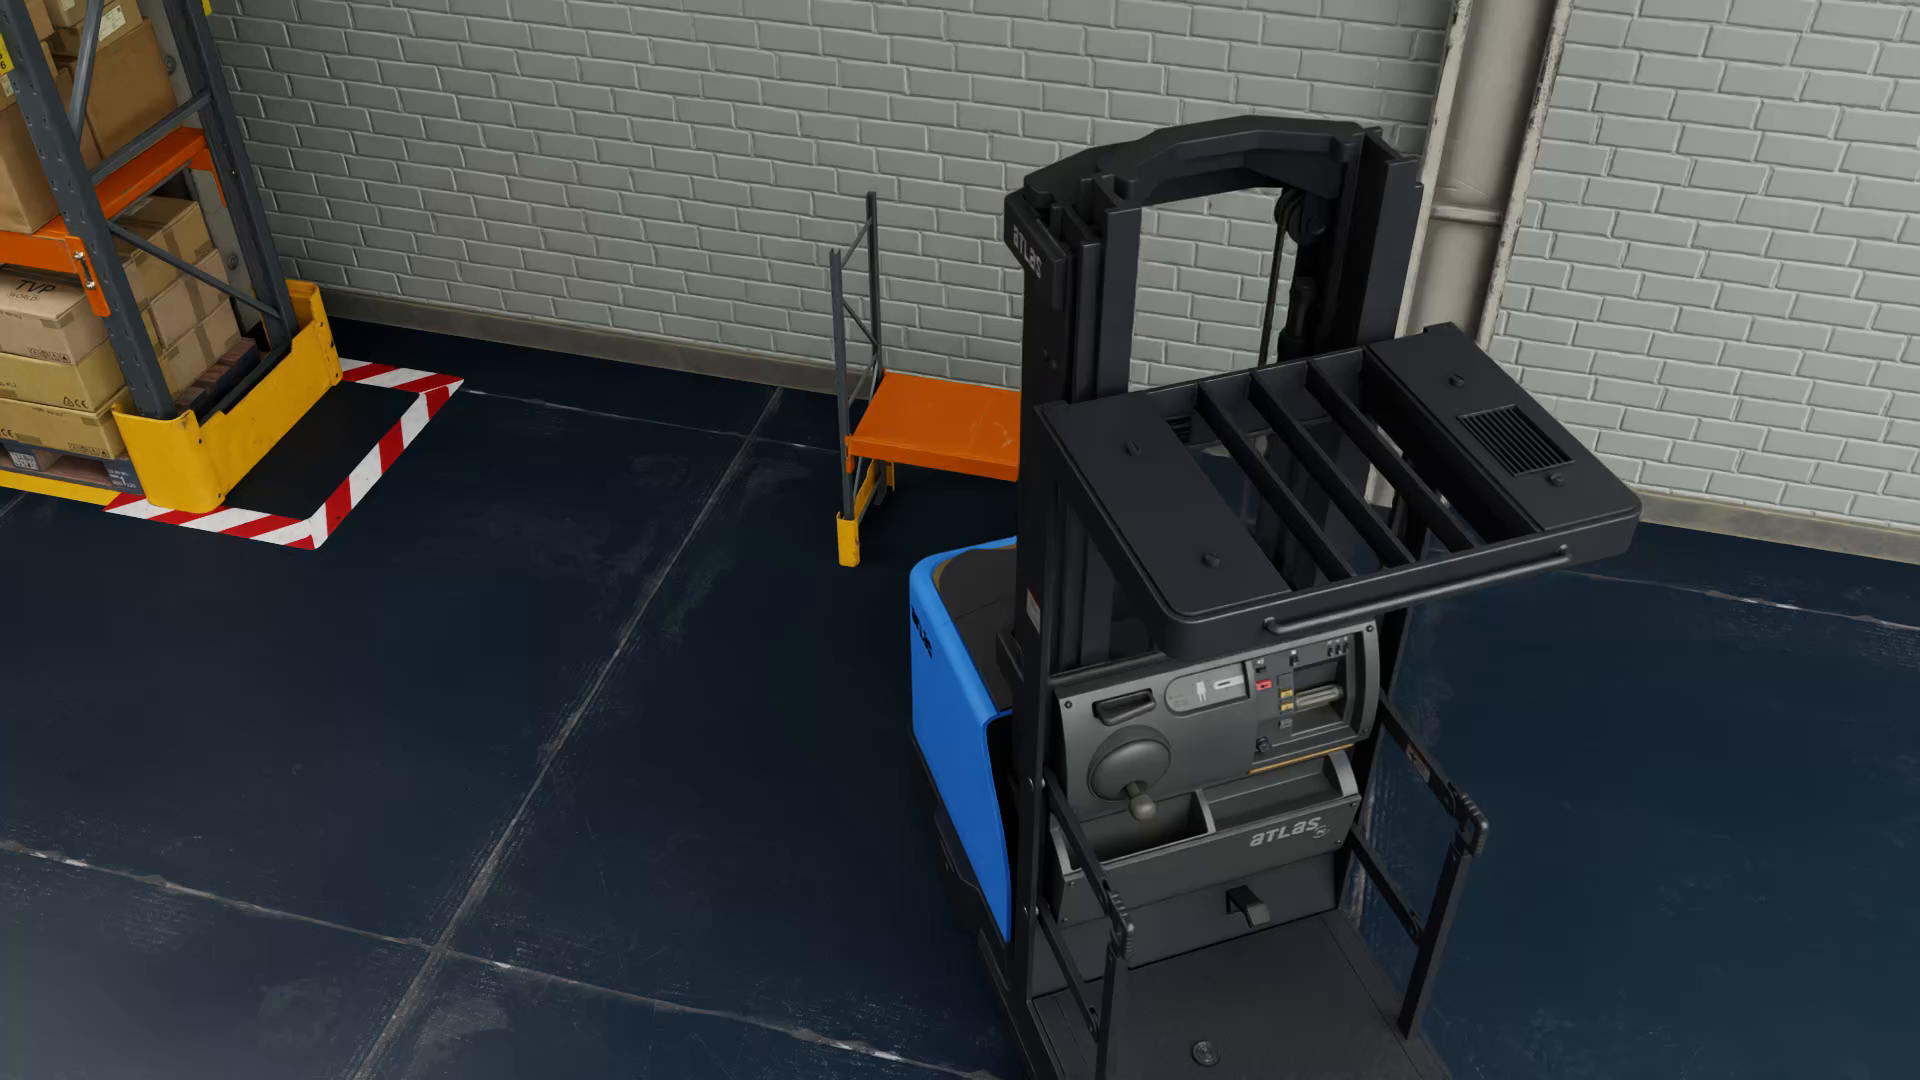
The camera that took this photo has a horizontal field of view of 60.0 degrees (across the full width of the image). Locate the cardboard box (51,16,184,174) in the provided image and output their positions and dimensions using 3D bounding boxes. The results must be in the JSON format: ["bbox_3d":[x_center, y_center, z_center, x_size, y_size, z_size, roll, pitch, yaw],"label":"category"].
[{"bbox_3d":[-3.778,-1.944,7.155,0.500,0.500,0.500,11,41,13],"label":"cardboard box"}]

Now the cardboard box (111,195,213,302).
[{"bbox_3d":[-3.786,-1.339,7.546,0.500,0.250,0.500,9,41,11],"label":"cardboard box"}]

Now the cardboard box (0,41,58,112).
[{"bbox_3d":[-3.778,-1.821,6.504,0.250,0.149,0.380,10,41,12],"label":"cardboard box"}]

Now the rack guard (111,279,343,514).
[{"bbox_3d":[-3.348,-0.690,7.683,0.348,0.500,1.175,10,41,11],"label":"rack guard"}]

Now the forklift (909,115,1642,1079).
[{"bbox_3d":[0.776,0.557,4.307,1.130,2.935,3.031,-12,42,-14],"label":"forklift"}]

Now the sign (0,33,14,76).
[{"bbox_3d":[-3.525,-1.850,6.036,0.005,0.325,0.100,10,41,11],"label":"sign"}]

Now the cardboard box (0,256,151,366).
[{"bbox_3d":[-3.896,-1.025,7.172,0.500,0.250,0.500,11,41,13],"label":"cardboard box"}]

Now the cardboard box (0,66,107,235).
[{"bbox_3d":[-3.914,-1.608,6.755,0.500,0.500,0.500,9,41,10],"label":"cardboard box"}]

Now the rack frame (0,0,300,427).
[{"bbox_3d":[-3.371,-1.651,6.884,0.127,3.000,1.000,10,41,11],"label":"rack frame"}]

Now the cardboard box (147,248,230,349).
[{"bbox_3d":[-3.771,-1.158,7.719,0.500,0.250,0.500,10,41,12],"label":"cardboard box"}]

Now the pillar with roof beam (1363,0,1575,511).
[{"bbox_3d":[0.873,-0.952,1.387,0.400,9.000,9.100,10,41,11],"label":"pillar with roof beam"}]

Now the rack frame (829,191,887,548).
[{"bbox_3d":[-0.409,-0.645,6.851,0.032,1.500,0.500,10,41,11],"label":"rack frame"}]

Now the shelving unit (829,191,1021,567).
[{"bbox_3d":[0.074,-0.562,6.753,1.083,1.500,0.587,10,41,11],"label":"shelving unit"}]

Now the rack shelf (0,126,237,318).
[{"bbox_3d":[-5.303,-1.708,7.511,4.000,0.370,1.077,10,41,11],"label":"rack shelf"}]

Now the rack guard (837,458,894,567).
[{"bbox_3d":[-0.407,-0.166,7.253,0.087,0.250,0.587,10,41,11],"label":"rack guard"}]

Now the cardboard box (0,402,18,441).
[{"bbox_3d":[-4.384,-0.729,7.598,0.500,0.250,0.500,10,41,11],"label":"cardboard box"}]

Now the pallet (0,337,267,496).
[{"bbox_3d":[-4.121,-0.685,7.901,1.213,0.211,1.003,10,41,11],"label":"pallet"}]

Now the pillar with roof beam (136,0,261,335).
[{"bbox_3d":[-4.923,-1.950,2.574,0.400,9.000,9.100,10,41,11],"label":"pillar with roof beam"}]

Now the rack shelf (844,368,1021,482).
[{"bbox_3d":[0.082,-0.422,6.866,1.000,0.185,0.538,10,41,11],"label":"rack shelf"}]

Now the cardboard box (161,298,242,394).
[{"bbox_3d":[-3.795,-0.962,7.875,0.500,0.250,0.500,10,41,12],"label":"cardboard box"}]

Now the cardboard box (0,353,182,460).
[{"bbox_3d":[-3.907,-0.641,7.492,0.500,0.250,0.500,10,41,12],"label":"cardboard box"}]

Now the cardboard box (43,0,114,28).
[{"bbox_3d":[-3.640,-2.240,6.772,0.250,0.149,0.380,9,41,11],"label":"cardboard box"}]

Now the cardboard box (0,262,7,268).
[{"bbox_3d":[-4.391,-1.106,7.268,0.500,0.250,0.500,10,41,12],"label":"cardboard box"}]

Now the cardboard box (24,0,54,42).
[{"bbox_3d":[-3.771,-1.980,6.462,0.250,0.149,0.380,10,41,12],"label":"cardboard box"}]

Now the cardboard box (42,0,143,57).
[{"bbox_3d":[-3.632,-2.155,6.902,0.250,0.149,0.380,9,41,10],"label":"cardboard box"}]

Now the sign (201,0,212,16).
[{"bbox_3d":[-3.222,-2.357,6.989,0.005,0.325,0.100,10,41,11],"label":"sign"}]

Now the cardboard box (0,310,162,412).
[{"bbox_3d":[-3.922,-0.837,7.337,0.500,0.250,0.500,9,41,11],"label":"cardboard box"}]
